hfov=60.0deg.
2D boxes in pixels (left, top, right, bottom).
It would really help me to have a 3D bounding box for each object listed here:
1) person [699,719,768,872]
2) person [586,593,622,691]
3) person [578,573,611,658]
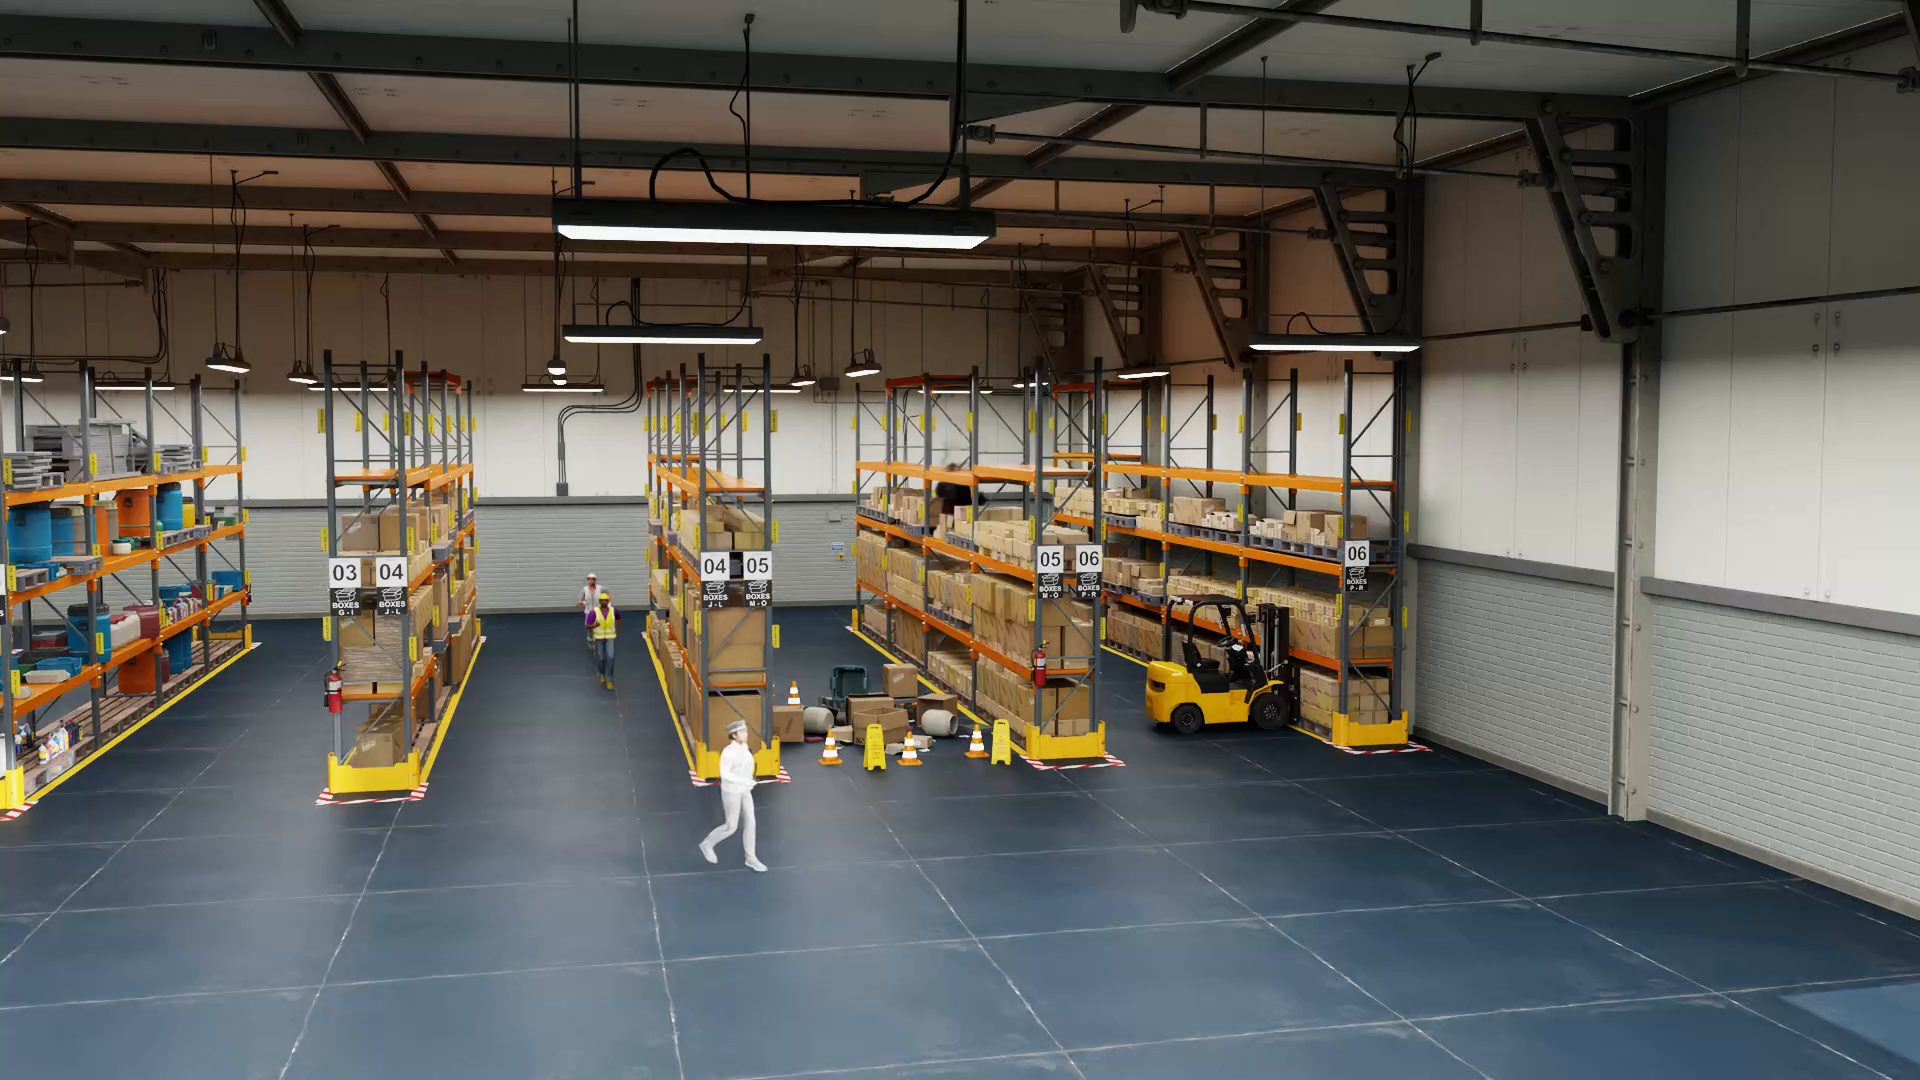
[{"bbox_3d":[-2.541,2.858,18.738,0.815,1.712,0.637,2,4,23],"label":"person"},{"bbox_3d":[-6.748,1.908,31.566,0.682,1.810,0.805,-1,4,-14],"label":"person"},{"bbox_3d":[-7.874,1.618,35.829,0.674,1.818,0.910,0,4,-5],"label":"person"}]
